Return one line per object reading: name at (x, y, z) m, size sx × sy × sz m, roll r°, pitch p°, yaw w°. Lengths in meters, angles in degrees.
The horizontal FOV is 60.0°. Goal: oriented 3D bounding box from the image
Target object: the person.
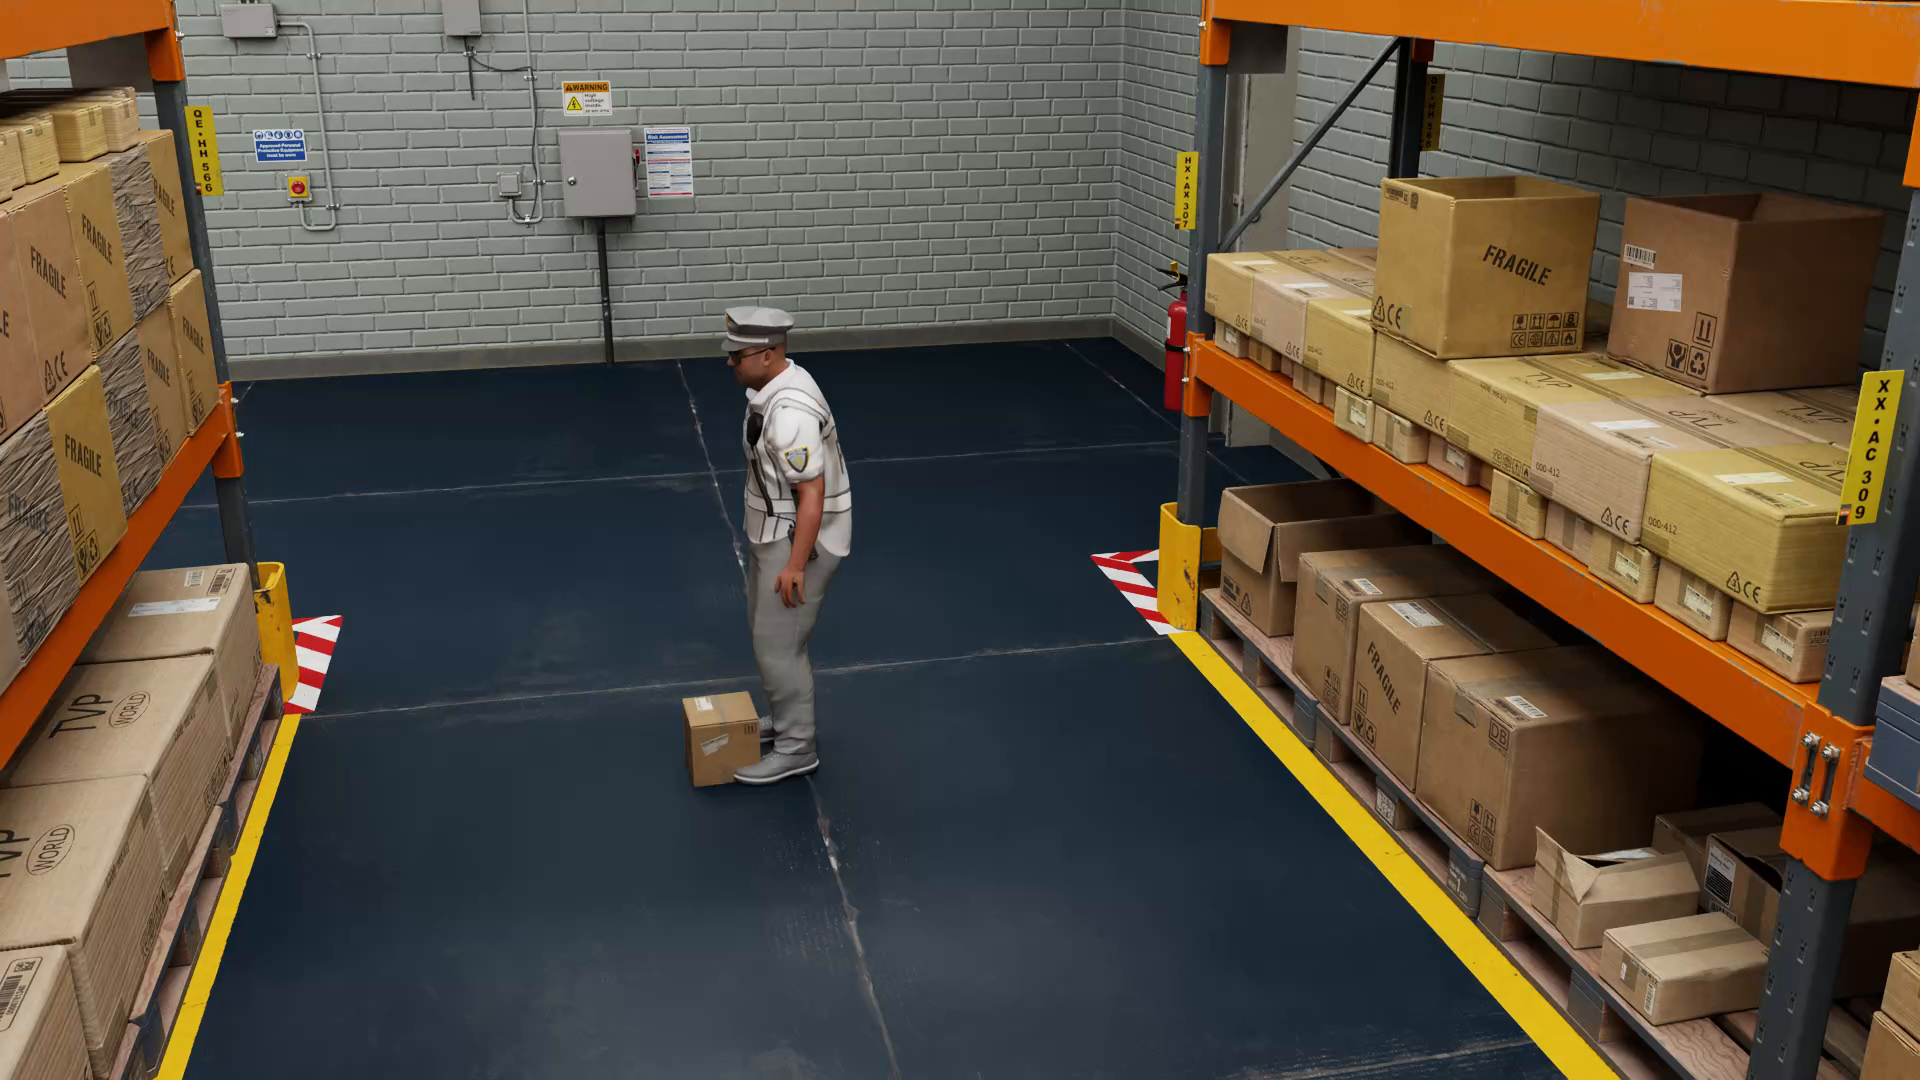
person at (-0.642, 0.012, 6.025) m, size 0.479 × 1.746 × 0.593 m, roll -6°, pitch 20°, yaw -15°
